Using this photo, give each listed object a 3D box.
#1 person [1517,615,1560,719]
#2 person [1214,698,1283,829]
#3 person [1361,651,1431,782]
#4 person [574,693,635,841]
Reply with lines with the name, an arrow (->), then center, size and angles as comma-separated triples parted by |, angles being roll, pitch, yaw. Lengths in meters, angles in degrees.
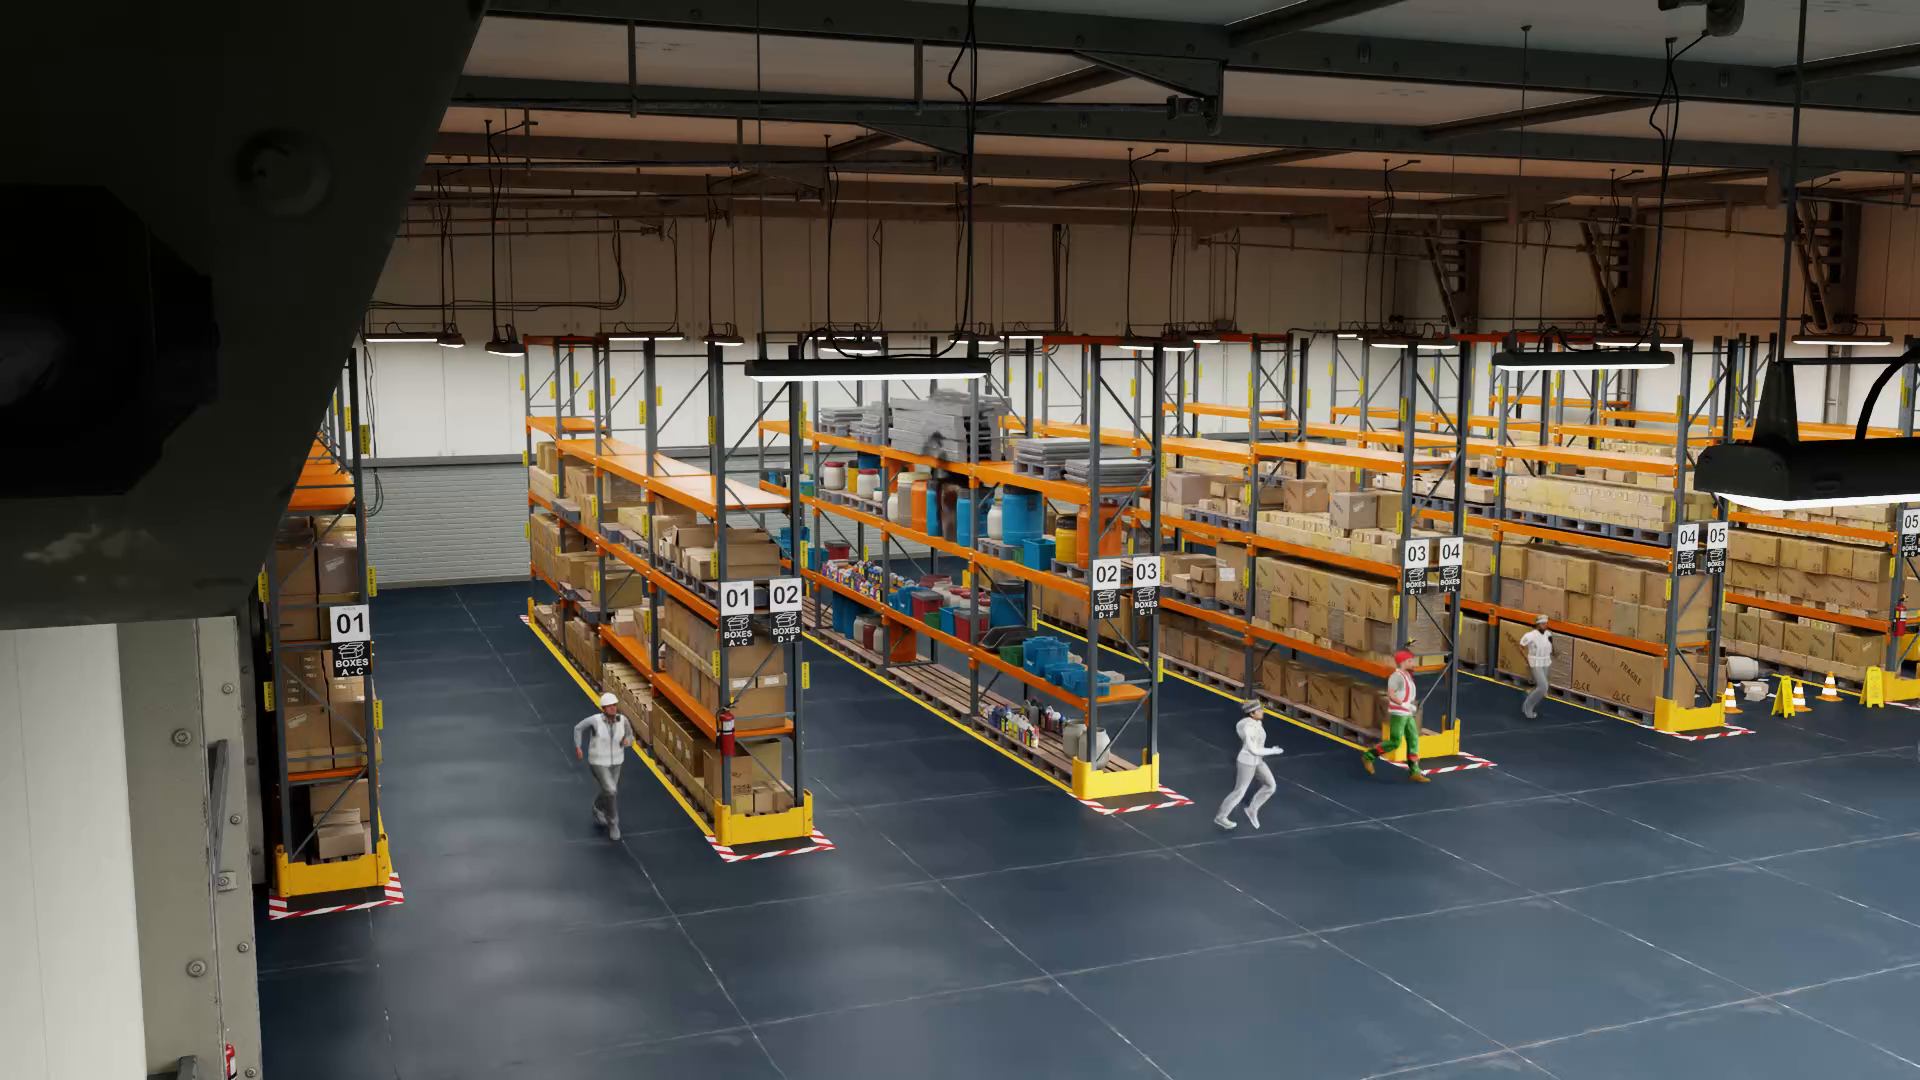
person -> 9.201, 2.008, 26.346 | 0.553, 1.691, 0.645 | -4, 8, -25
person -> 3.596, 2.760, 20.590 | 0.827, 1.670, 0.620 | 3, 8, 21
person -> 6.107, 2.405, 22.953 | 0.971, 1.745, 0.717 | 5, 9, 34
person -> -4.358, 2.752, 20.465 | 0.679, 1.812, 0.849 | -6, 9, -36
